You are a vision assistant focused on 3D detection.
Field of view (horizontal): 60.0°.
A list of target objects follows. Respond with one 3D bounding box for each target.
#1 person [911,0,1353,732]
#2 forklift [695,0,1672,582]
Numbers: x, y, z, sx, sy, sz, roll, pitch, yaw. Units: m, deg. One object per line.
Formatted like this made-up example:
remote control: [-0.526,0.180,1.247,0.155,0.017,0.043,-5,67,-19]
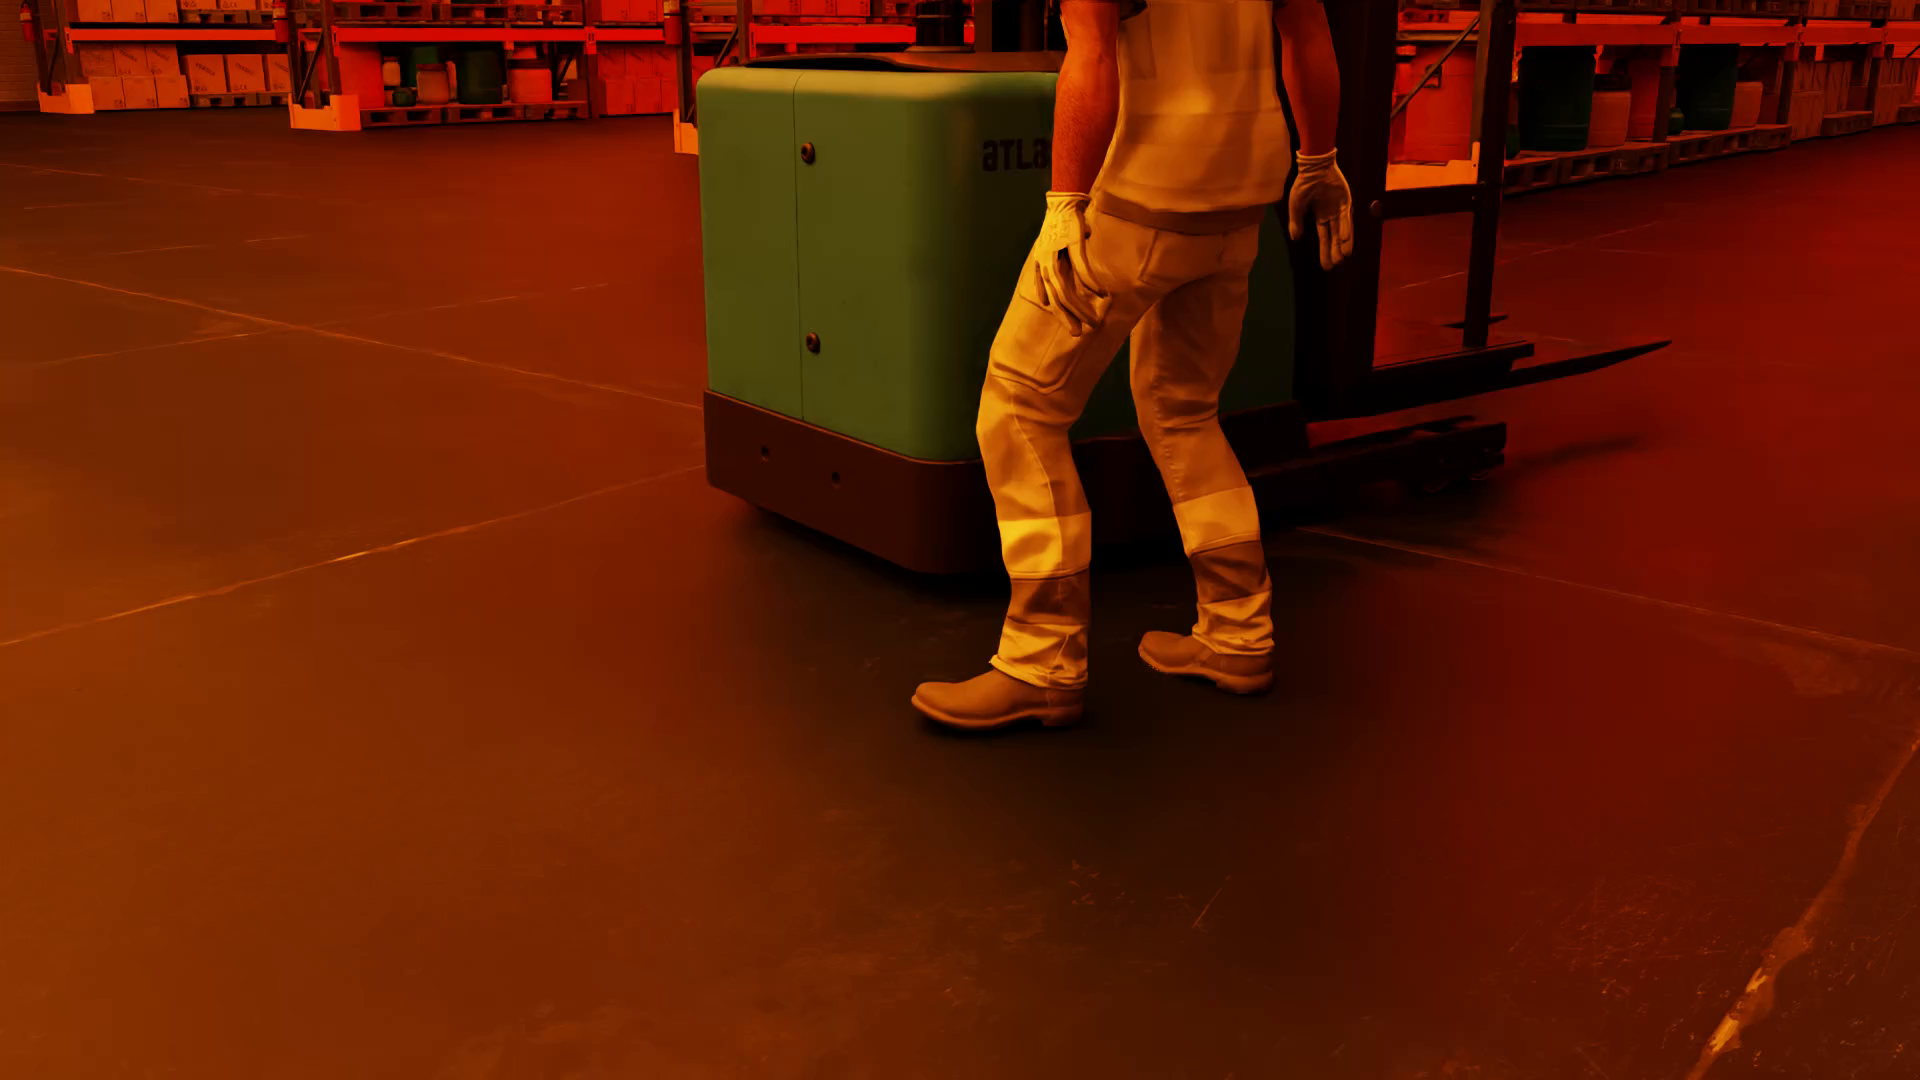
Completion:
person: [0.311,-0.571,2.840,0.450,1.749,0.876,16,23,43]
forklift: [0.845,-1.634,4.280,3.031,2.935,1.130,-12,21,-35]
